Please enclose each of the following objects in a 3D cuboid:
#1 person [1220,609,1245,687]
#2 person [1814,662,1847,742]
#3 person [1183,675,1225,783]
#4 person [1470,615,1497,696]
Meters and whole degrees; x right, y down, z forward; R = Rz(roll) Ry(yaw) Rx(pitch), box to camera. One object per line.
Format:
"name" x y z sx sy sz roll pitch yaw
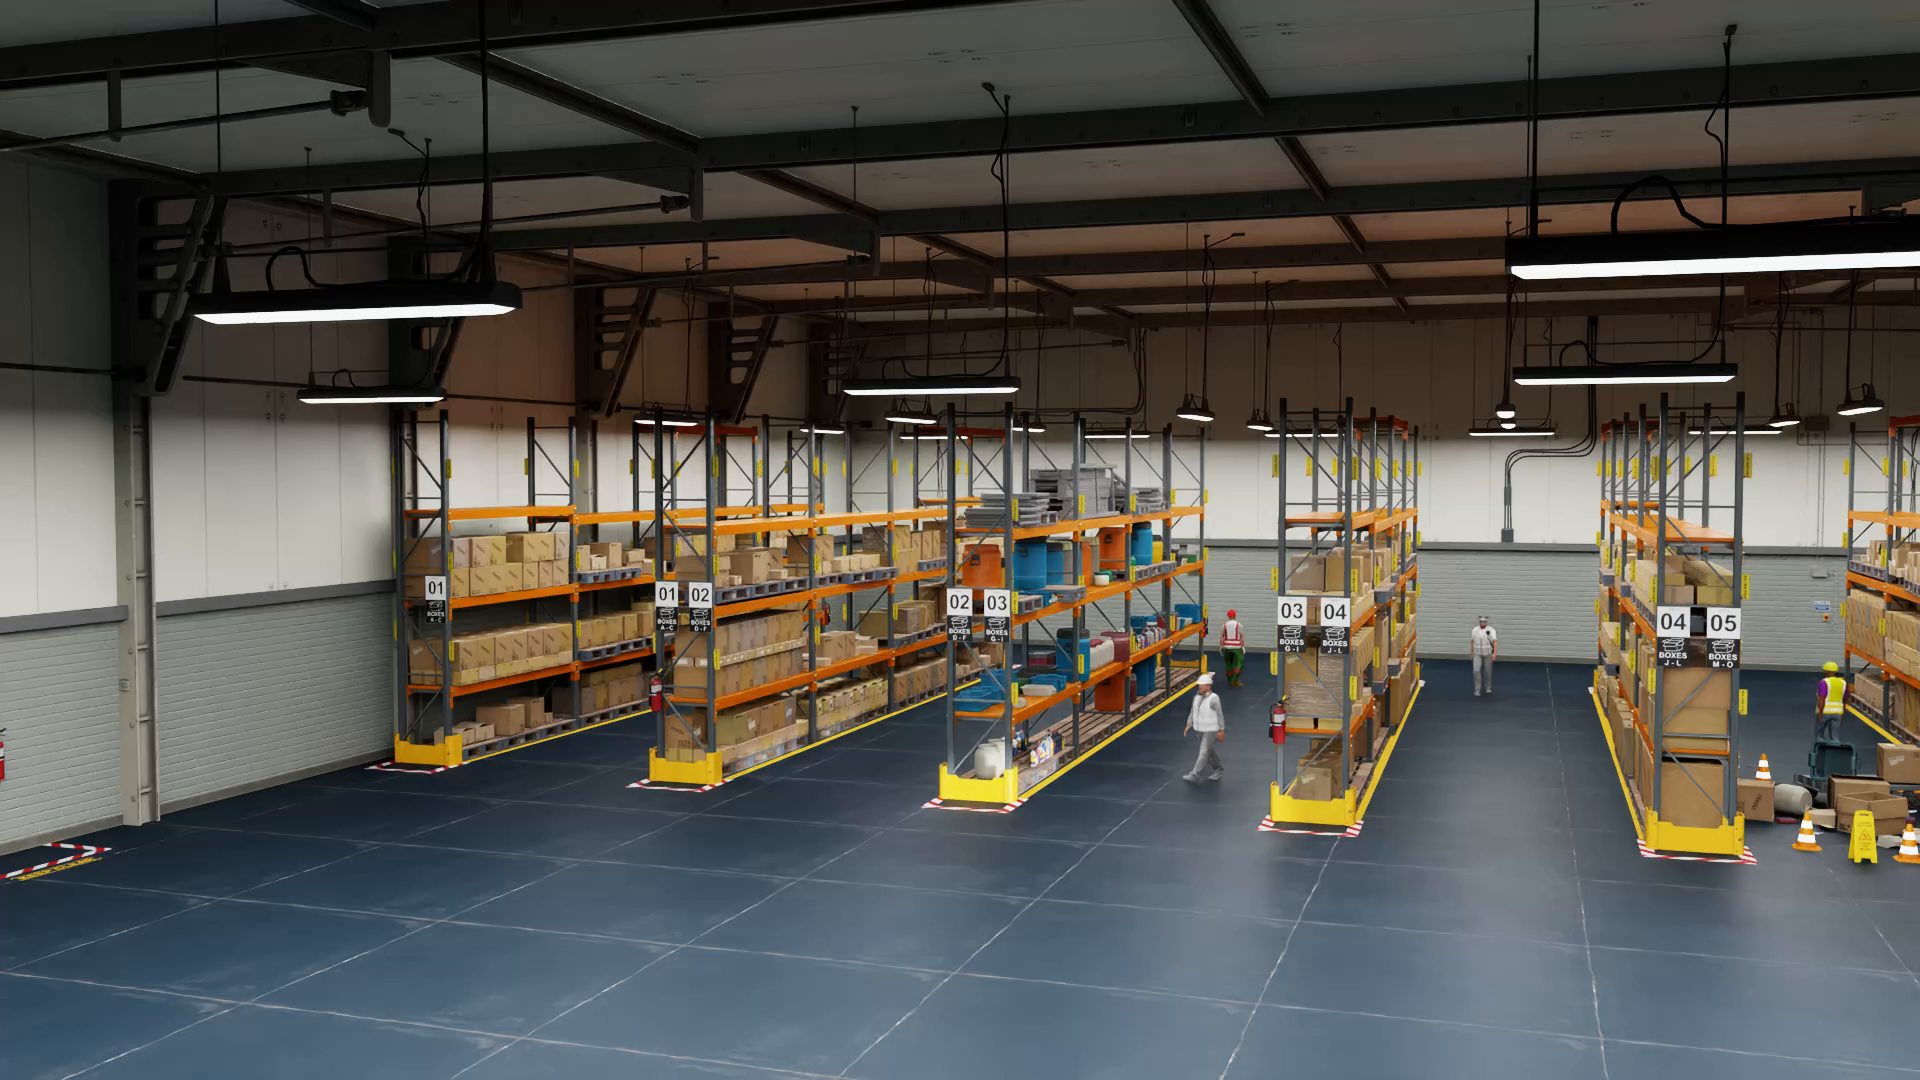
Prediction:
"person" 6.235 2.485 38.083 0.573 1.783 0.553 1 3 19
"person" 14.597 2.950 27.832 0.547 1.805 0.604 0 2 8
"person" 3.831 2.991 26.380 1.077 1.711 0.563 -2 3 -32
"person" 11.619 2.557 36.930 0.602 1.786 0.636 1 3 29
